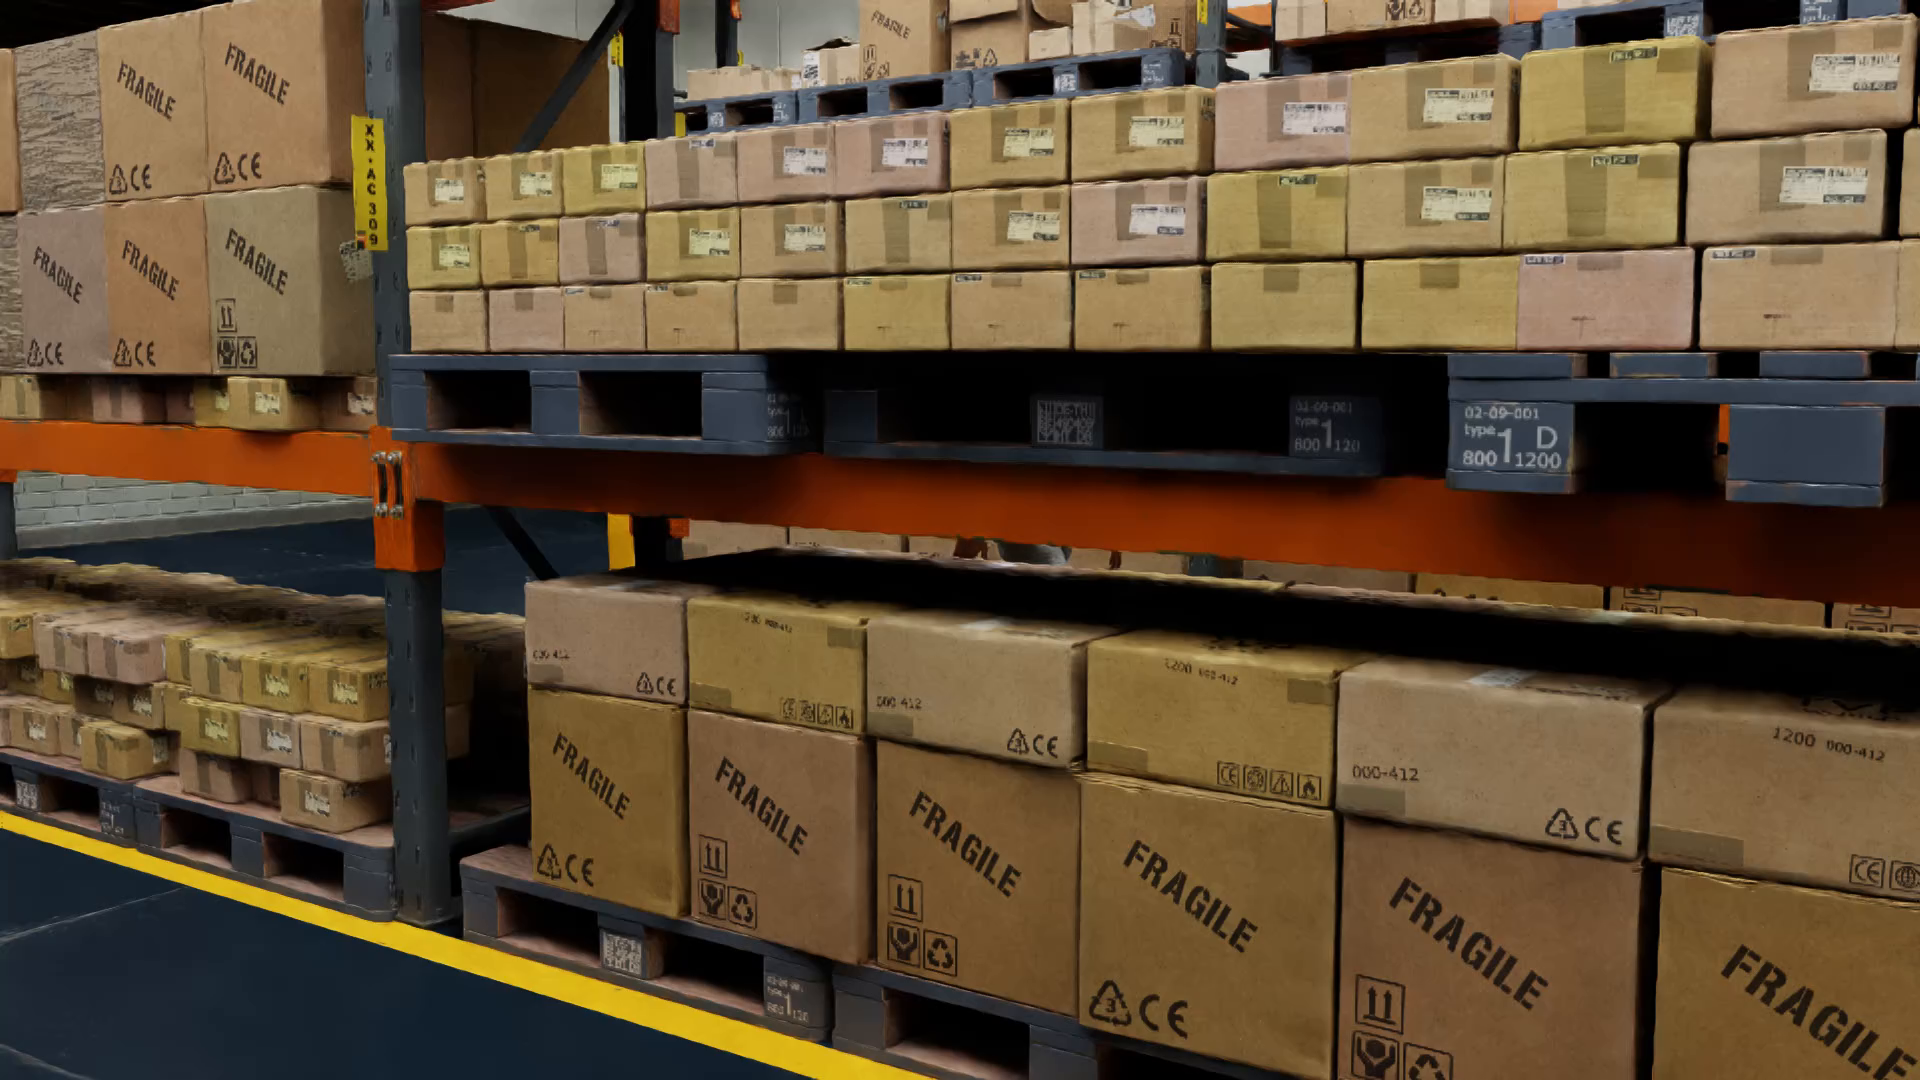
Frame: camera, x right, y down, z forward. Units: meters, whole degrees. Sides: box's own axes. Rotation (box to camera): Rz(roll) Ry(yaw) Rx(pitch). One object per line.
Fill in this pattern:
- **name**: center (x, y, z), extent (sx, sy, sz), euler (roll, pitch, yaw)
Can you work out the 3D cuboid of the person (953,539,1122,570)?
- **person**: center (0.371, -0.049, 6.168), extent (1.010, 1.710, 0.596), euler (4, 7, 32)
